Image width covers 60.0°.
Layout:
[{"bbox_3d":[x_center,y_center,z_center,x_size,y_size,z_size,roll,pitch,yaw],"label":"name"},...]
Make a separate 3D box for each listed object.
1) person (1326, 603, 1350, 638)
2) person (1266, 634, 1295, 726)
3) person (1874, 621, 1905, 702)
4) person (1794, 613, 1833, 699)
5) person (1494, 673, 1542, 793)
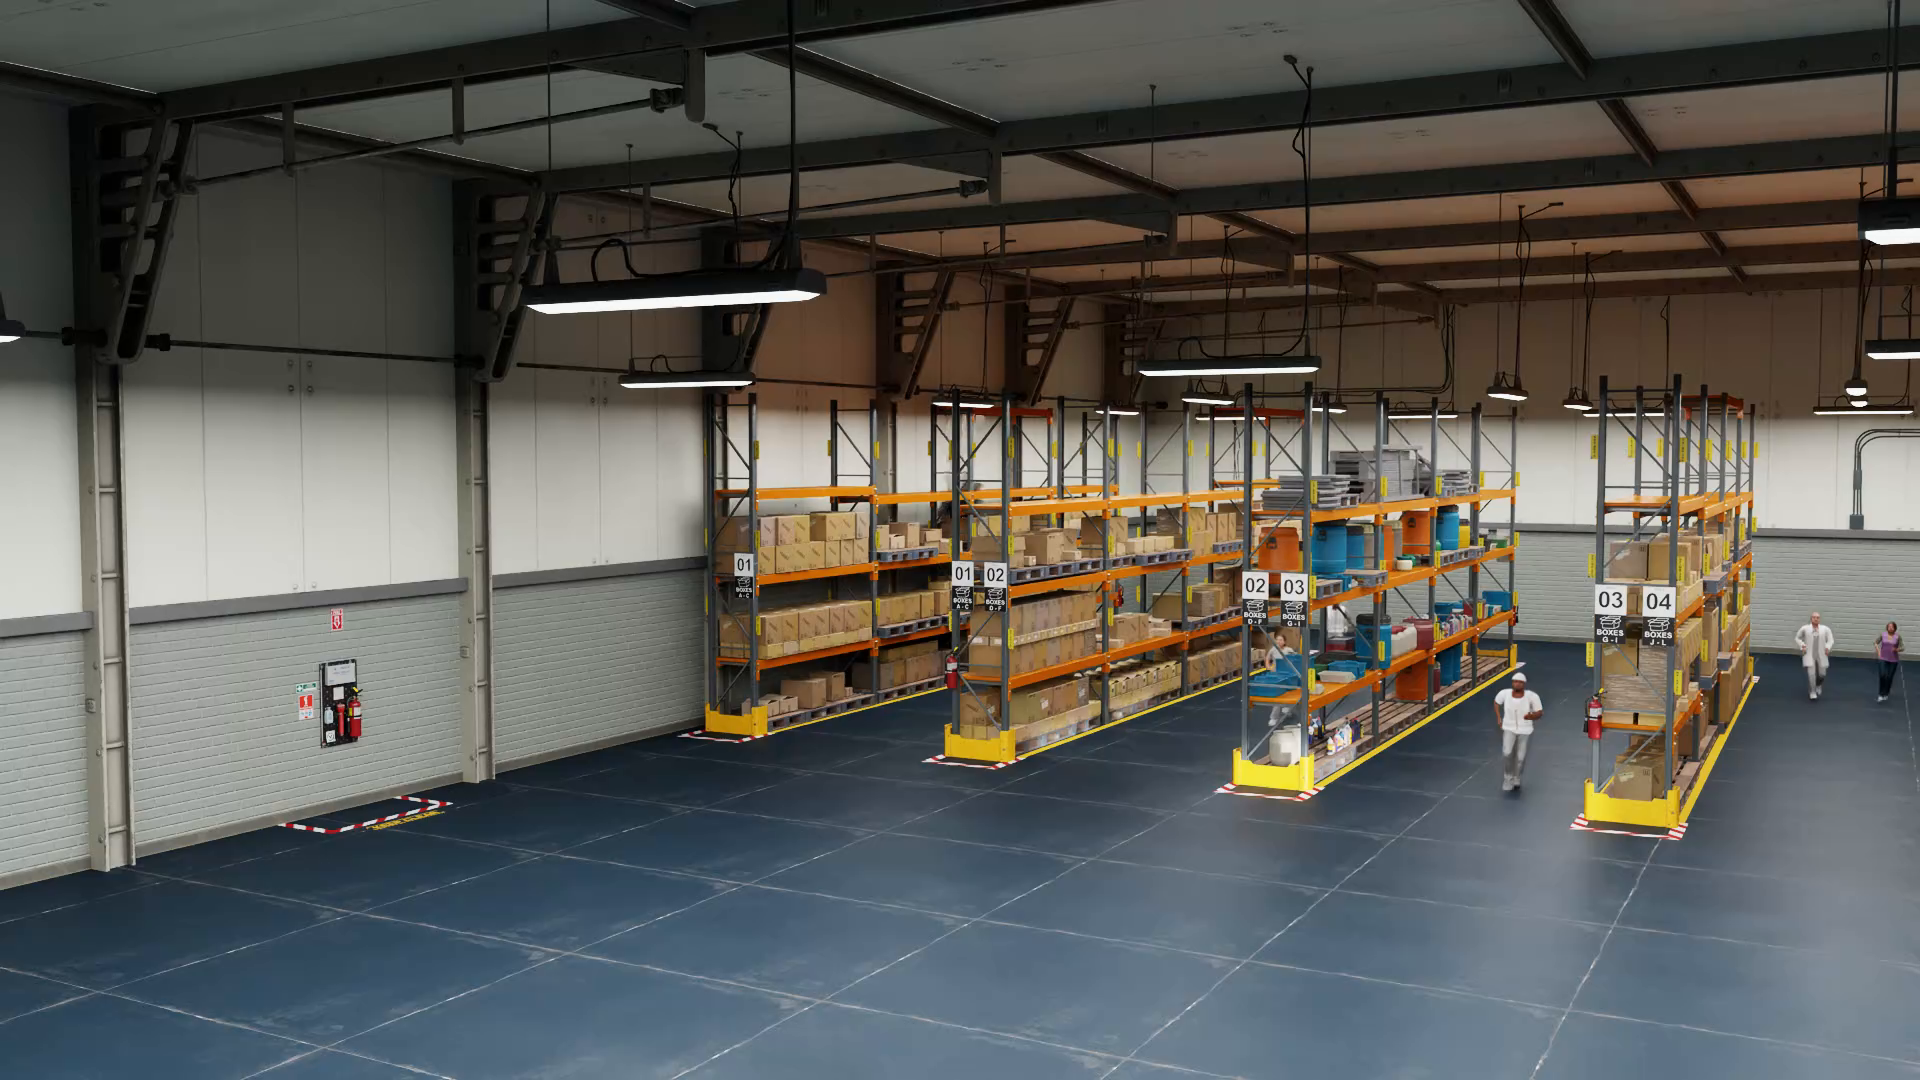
[{"bbox_3d":[8.522,2.093,37.750,0.669,1.737,0.597,1,3,13],"label":"person"},{"bbox_3d":[5.903,2.538,30.534,0.589,1.658,0.886,2,3,28],"label":"person"},{"bbox_3d":[18.462,2.451,33.055,0.537,1.628,0.622,2,3,28],"label":"person"},{"bbox_3d":[17.198,2.326,33.480,0.707,1.724,0.668,1,3,20],"label":"person"},{"bbox_3d":[8.167,2.815,24.356,0.680,1.769,0.755,1,3,20],"label":"person"}]
